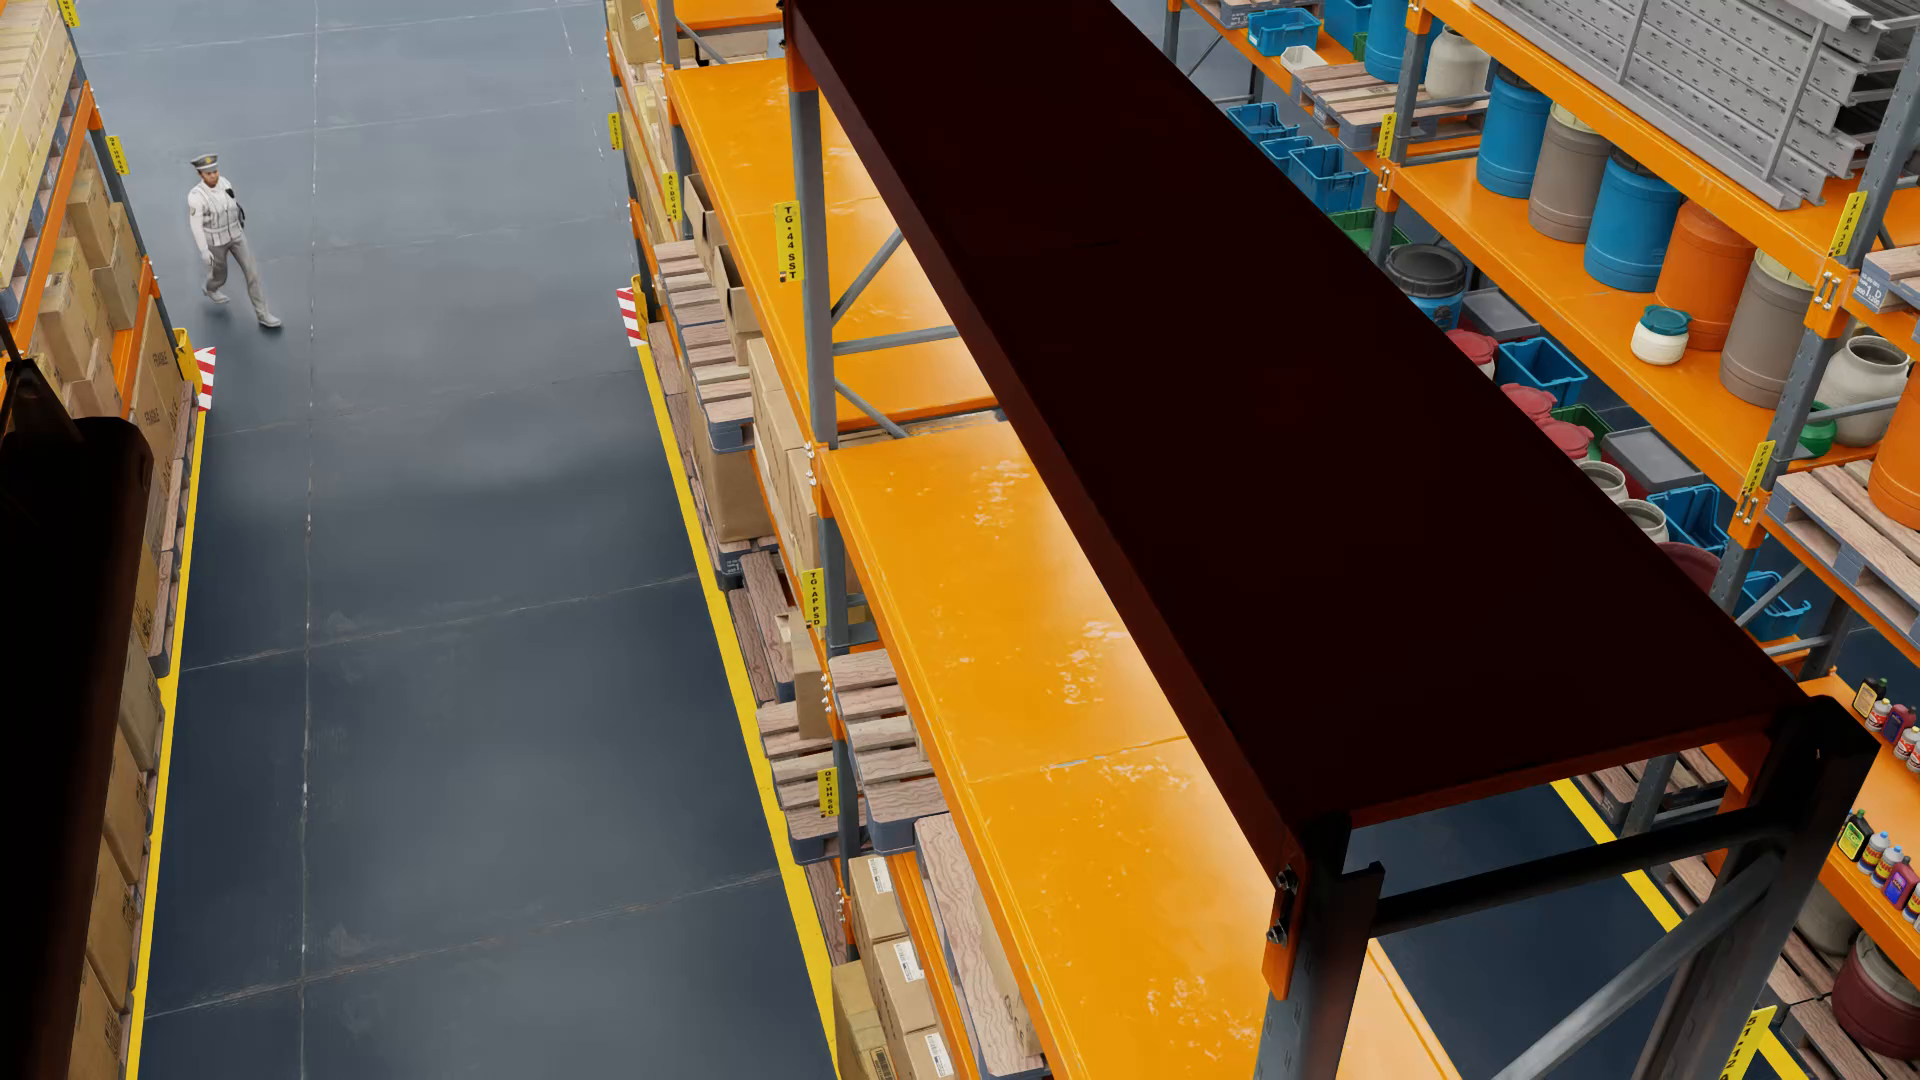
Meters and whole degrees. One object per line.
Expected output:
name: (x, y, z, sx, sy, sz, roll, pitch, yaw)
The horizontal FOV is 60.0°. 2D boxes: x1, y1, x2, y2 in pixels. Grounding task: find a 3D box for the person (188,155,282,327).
person: (-6.652, -2.719, 14.926, 0.935, 1.645, 0.496, 25, 45, 28)
